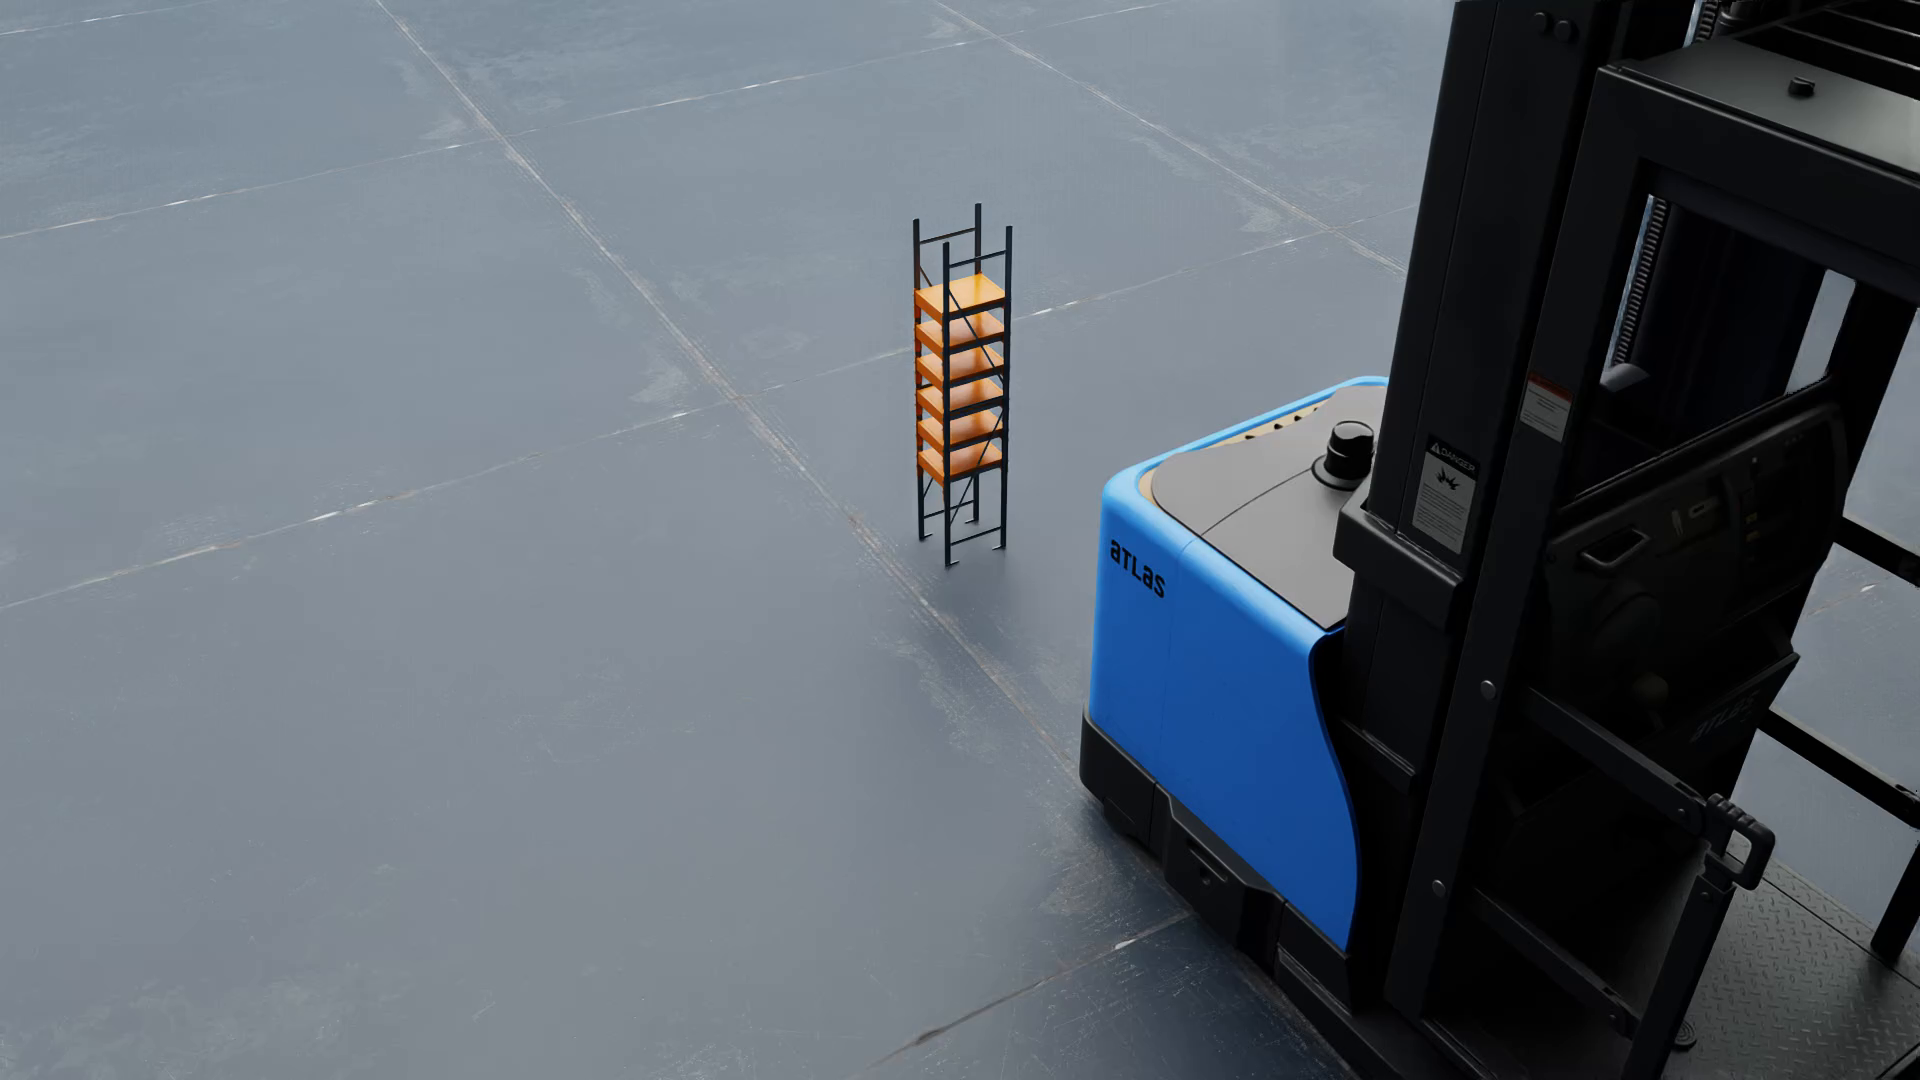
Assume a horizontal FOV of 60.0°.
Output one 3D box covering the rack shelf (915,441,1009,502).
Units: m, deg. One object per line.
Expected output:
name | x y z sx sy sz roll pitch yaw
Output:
rack shelf | 0.007 -0.247 5.554 0.258 0.103 0.180 -19 40 -24

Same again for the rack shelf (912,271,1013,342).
rack shelf | 0.007 -0.732 5.200 0.258 0.103 0.180 -19 40 -24

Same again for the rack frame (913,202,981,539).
rack frame | -0.039 -0.524 5.450 0.240 1.200 0.006 -19 40 -24

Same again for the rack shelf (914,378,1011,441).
rack shelf | 0.007 -0.441 5.412 0.258 0.103 0.180 -19 40 -24

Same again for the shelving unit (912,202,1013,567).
shelving unit | 0.007 -0.477 5.386 0.258 1.200 0.189 -19 40 -24

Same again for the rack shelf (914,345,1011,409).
rack shelf | 0.007 -0.538 5.341 0.258 0.103 0.180 -19 40 -24

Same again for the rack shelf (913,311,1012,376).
rack shelf | 0.007 -0.635 5.271 0.258 0.103 0.180 -19 40 -24

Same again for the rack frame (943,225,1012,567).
rack frame | 0.053 -0.430 5.322 0.240 1.200 0.006 -19 40 -24

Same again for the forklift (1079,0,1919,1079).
forklift | 1.580 0.087 3.145 1.130 2.935 3.031 -22 41 -27

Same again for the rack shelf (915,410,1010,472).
rack shelf | 0.007 -0.344 5.483 0.258 0.103 0.180 -19 40 -24
